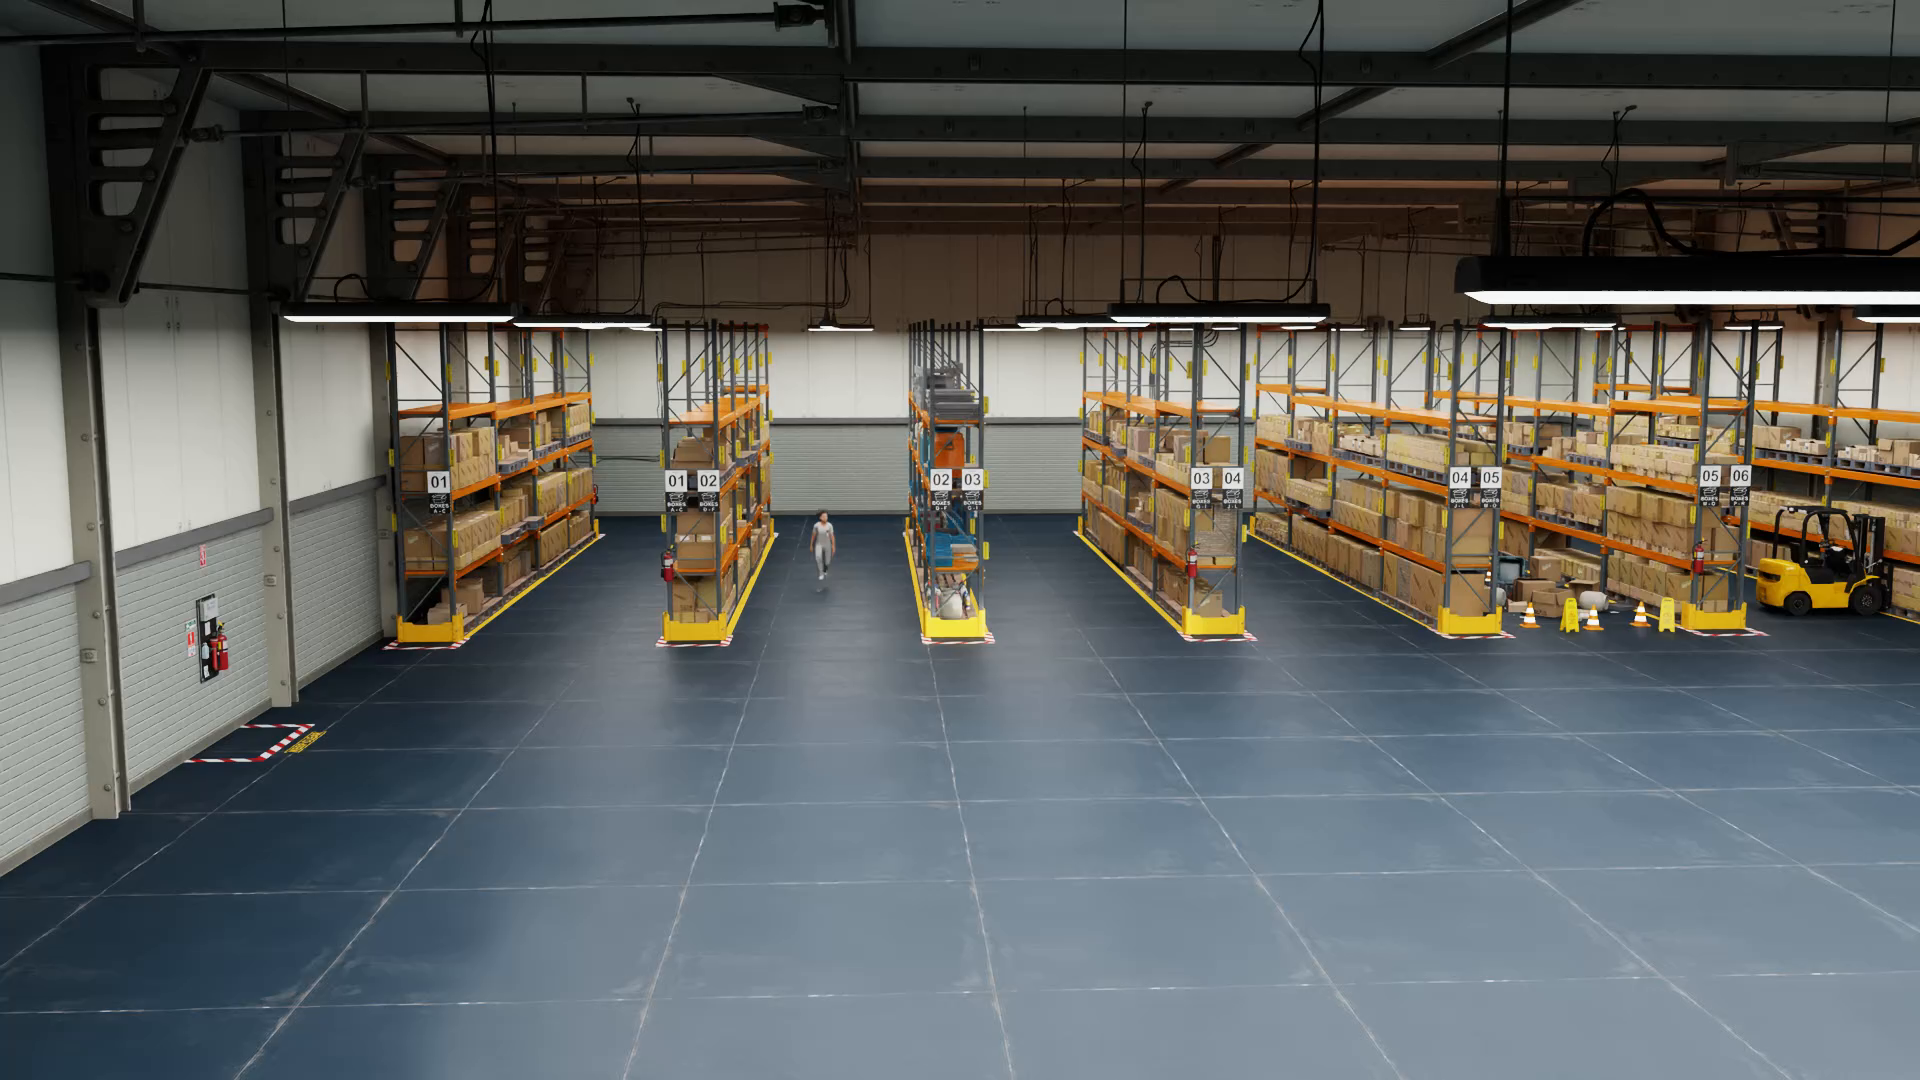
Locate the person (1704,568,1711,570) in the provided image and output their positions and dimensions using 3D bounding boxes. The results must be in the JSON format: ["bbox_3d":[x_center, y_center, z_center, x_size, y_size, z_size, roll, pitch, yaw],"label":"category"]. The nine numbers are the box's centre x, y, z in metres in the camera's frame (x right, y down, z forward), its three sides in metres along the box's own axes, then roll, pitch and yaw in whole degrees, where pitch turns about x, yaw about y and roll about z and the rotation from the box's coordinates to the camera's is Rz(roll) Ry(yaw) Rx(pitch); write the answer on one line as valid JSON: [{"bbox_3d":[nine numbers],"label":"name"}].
[{"bbox_3d":[16.485,0.385,36.703,0.431,1.586,0.407,-2,7,-13],"label":"person"}]

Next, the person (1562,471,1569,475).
[{"bbox_3d":[18.219,-1.269,49.998,0.967,1.631,0.441,-1,7,-8],"label":"person"}]

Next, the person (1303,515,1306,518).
[{"bbox_3d":[10.446,-1.327,49.898,0.593,1.719,1.039,0,7,-3],"label":"person"}]

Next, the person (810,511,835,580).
[{"bbox_3d":[-3.077,0.103,37.267,0.520,1.517,1.080,-2,7,-12],"label":"person"}]

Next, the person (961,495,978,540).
[{"bbox_3d":[0.261,-0.873,46.306,0.617,1.773,0.799,6,9,40],"label":"person"}]
